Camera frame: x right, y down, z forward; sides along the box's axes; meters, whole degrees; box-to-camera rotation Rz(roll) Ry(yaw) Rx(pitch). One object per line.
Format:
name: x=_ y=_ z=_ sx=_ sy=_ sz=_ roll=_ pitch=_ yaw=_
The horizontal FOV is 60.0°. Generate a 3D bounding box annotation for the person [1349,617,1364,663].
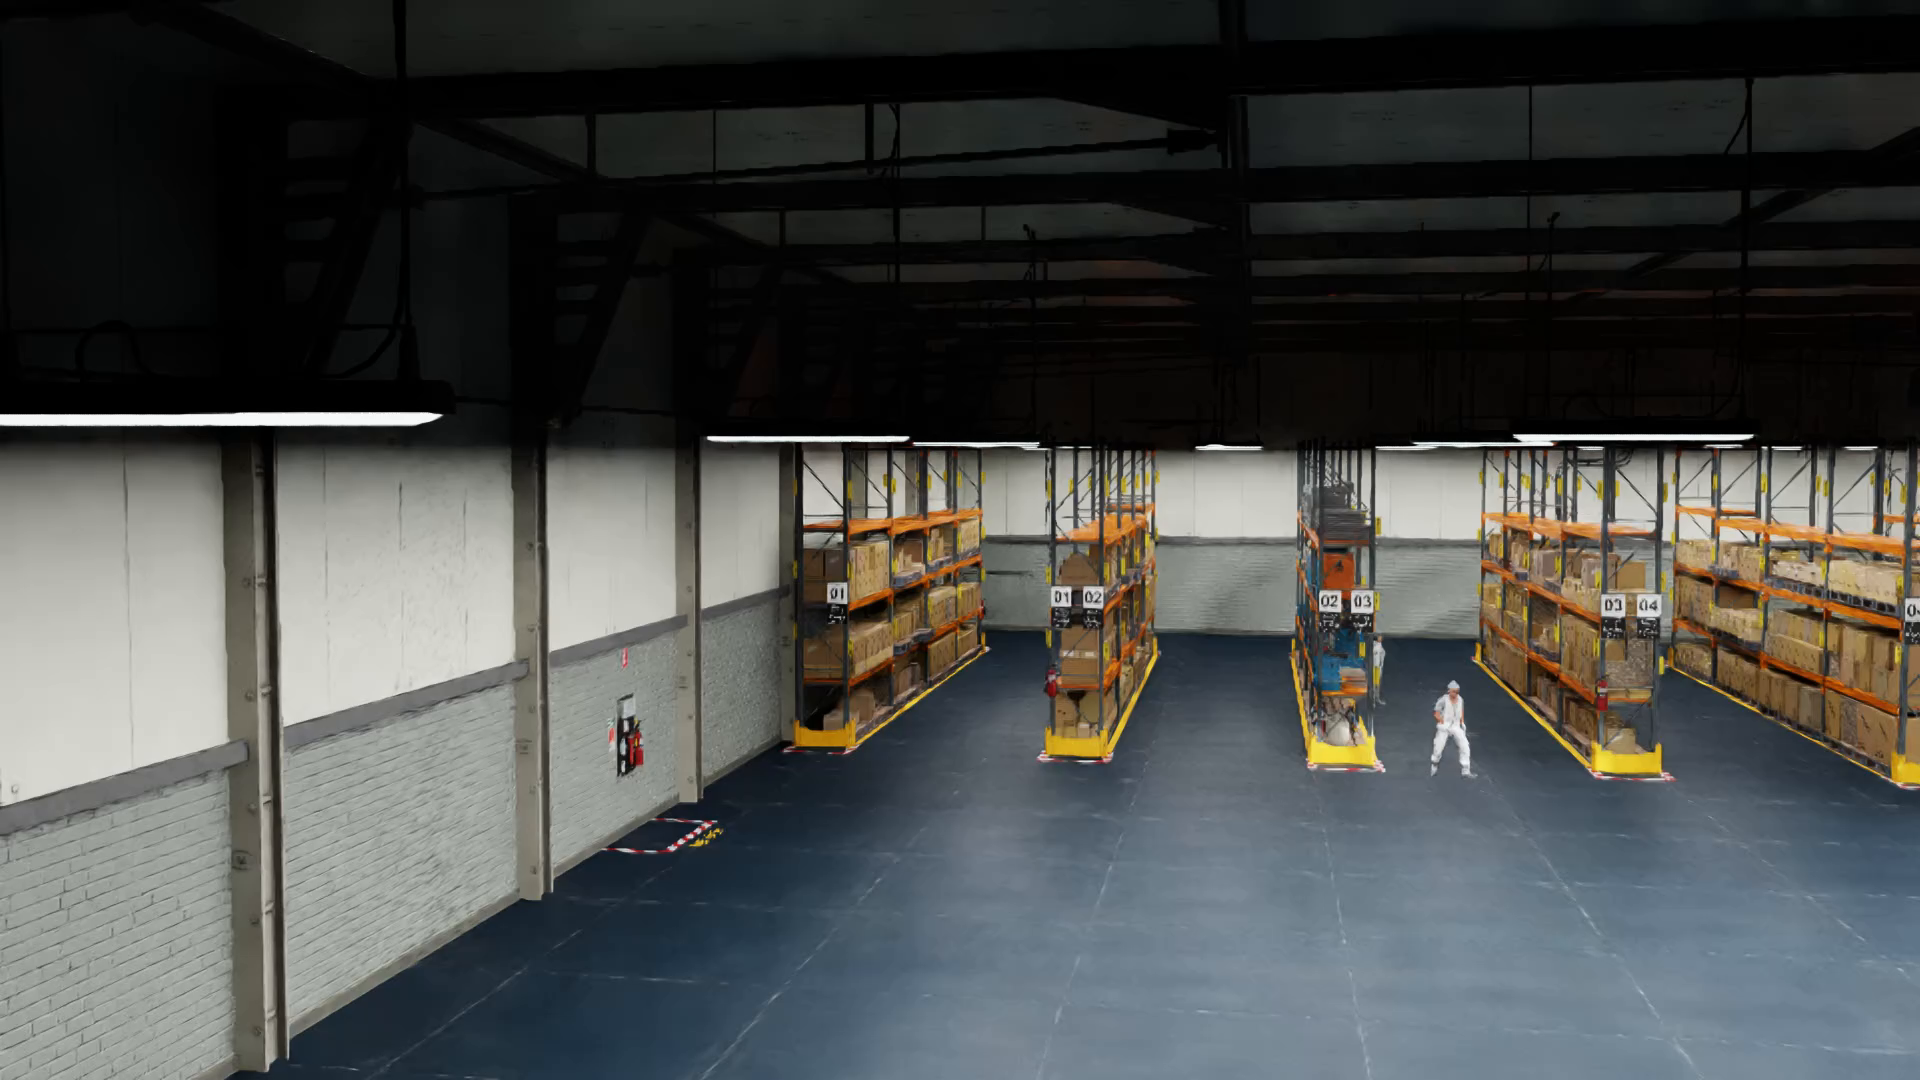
person: x=10.598 y=2.529 z=44.789 sx=0.448 sy=1.618 sz=0.997 roll=0 pitch=3 yaw=2

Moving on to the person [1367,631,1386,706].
person: x=9.401 y=2.883 z=37.521 sx=0.368 sy=1.676 sz=0.618 roll=1 pitch=3 yaw=23

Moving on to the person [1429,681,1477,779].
person: x=8.602 y=3.307 z=29.158 sx=0.688 sy=1.715 sz=0.822 roll=0 pitch=3 yaw=-7
